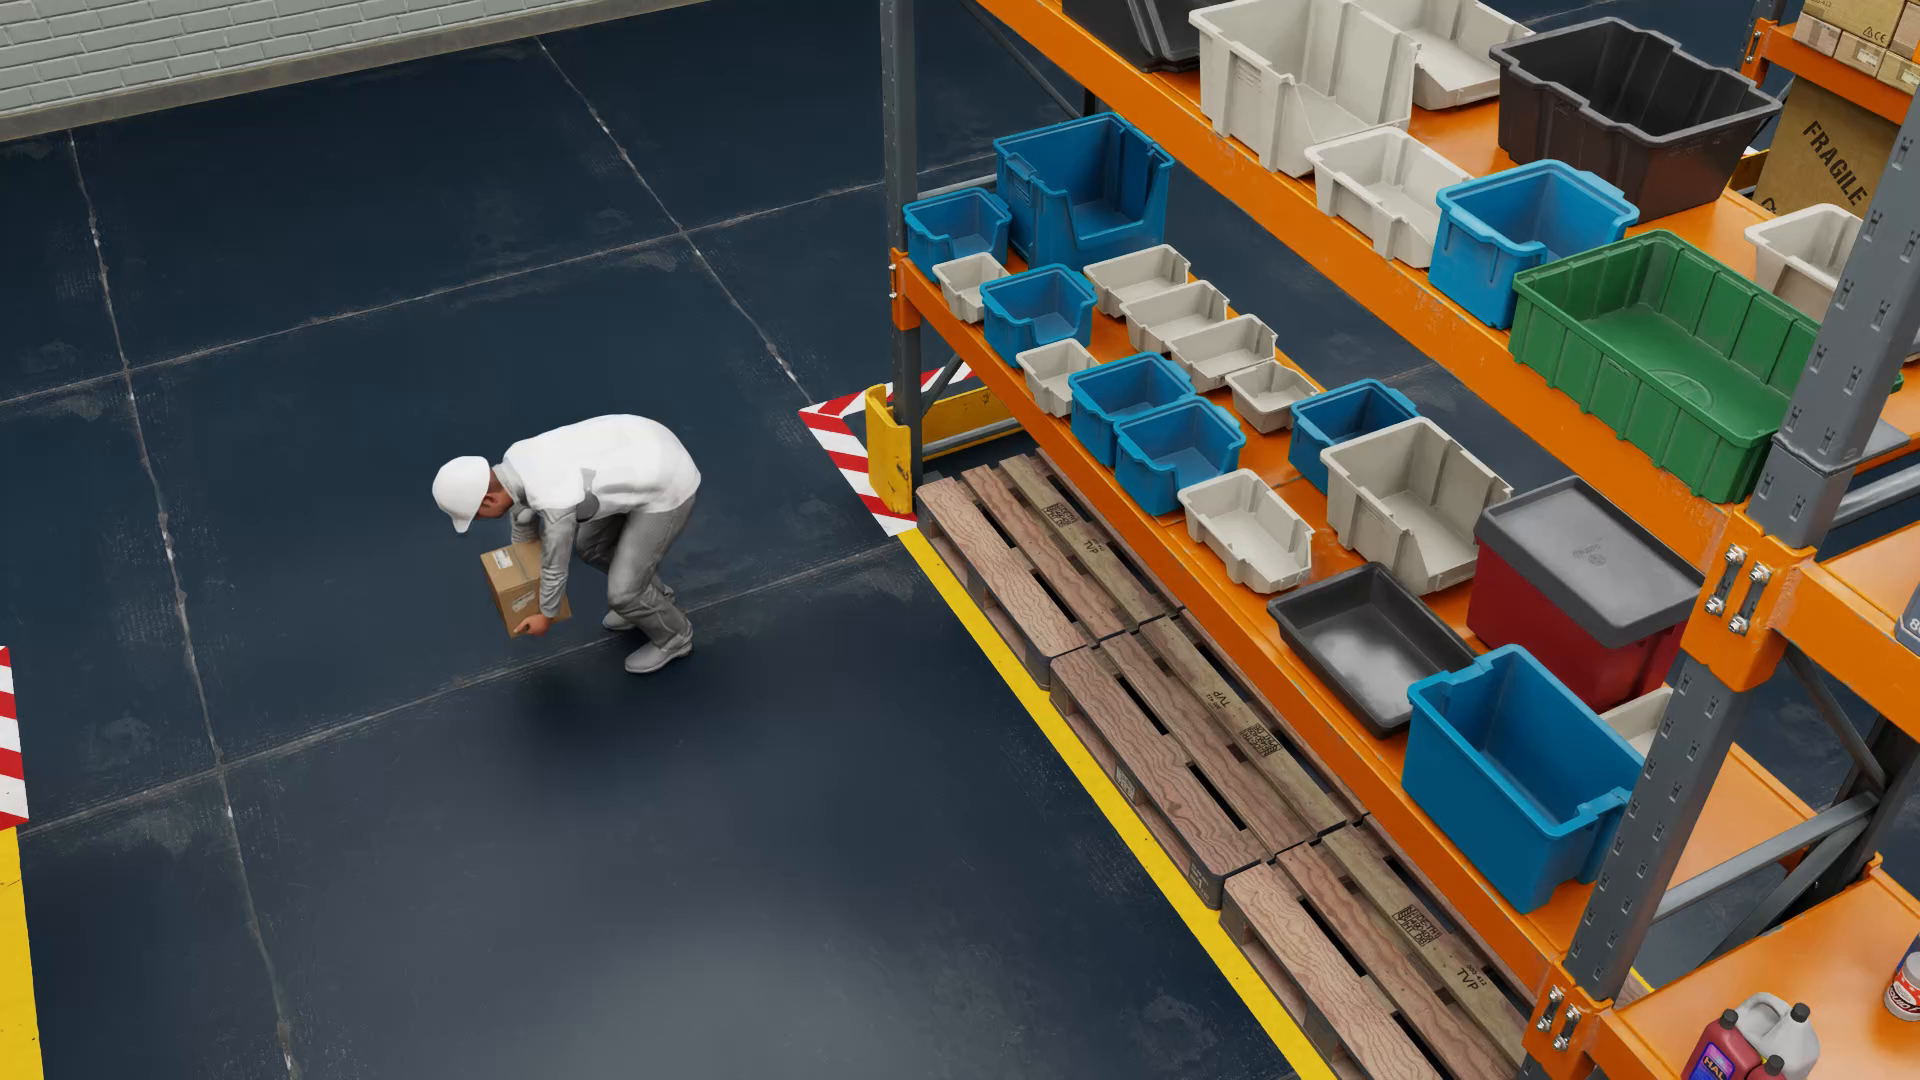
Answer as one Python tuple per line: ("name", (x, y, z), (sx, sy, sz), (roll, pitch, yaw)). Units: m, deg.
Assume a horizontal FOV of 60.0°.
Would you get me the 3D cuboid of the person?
("person", (-1.491, 0.038, 6.554), (0.985, 1.178, 0.492), (-21, 45, -22))
